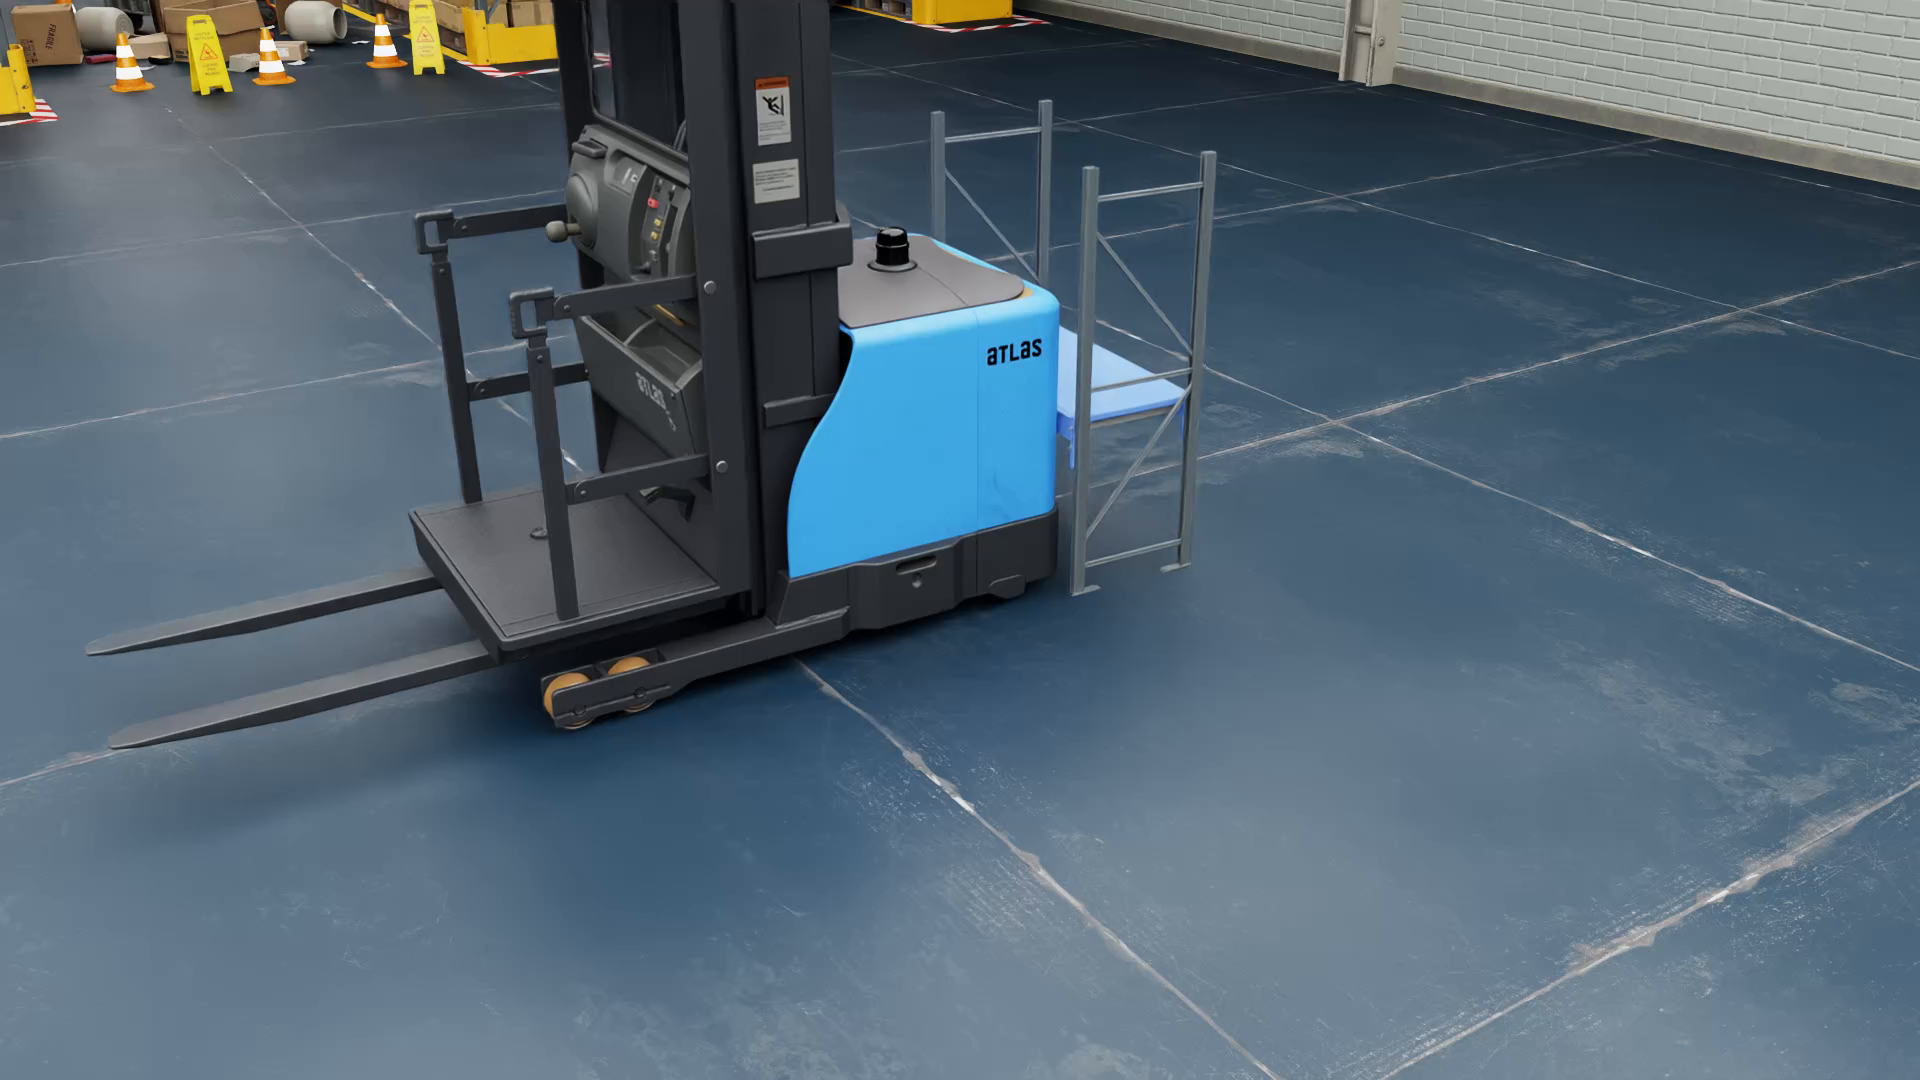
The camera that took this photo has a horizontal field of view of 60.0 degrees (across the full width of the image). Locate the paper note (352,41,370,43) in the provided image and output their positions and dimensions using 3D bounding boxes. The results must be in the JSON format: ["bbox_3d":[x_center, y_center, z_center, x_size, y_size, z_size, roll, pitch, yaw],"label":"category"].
[{"bbox_3d":[-6.132,-5.104,17.026,0.148,0.019,0.142,18,31,33],"label":"paper note"}]

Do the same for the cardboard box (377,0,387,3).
[{"bbox_3d":[-6.226,-6.131,18.453,0.500,0.250,0.500,-17,30,-32],"label":"cardboard box"}]

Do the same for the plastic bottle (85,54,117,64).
[{"bbox_3d":[-8.239,-4.628,15.981,0.133,0.061,0.283,18,31,33],"label":"plastic bottle"}]

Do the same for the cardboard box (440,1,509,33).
[{"bbox_3d":[-4.818,-5.209,16.500,0.500,0.250,0.500,-16,29,-30],"label":"cardboard box"}]

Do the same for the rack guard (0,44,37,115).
[{"bbox_3d":[-8.217,-3.699,13.500,1.175,0.500,0.348,-16,29,-30],"label":"rack guard"}]

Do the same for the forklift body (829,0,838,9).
[{"bbox_3d":[-2.545,-7.055,18.675,2.313,2.155,1.214,-16,29,-30],"label":"forklift body"}]

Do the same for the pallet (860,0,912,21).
[{"bbox_3d":[-0.434,-6.189,19.112,1.003,0.211,1.213,-16,29,-30],"label":"pallet"}]

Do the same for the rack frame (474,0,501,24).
[{"bbox_3d":[-4.138,-6.028,15.505,1.000,3.000,0.127,-16,29,-30],"label":"rack frame"}]

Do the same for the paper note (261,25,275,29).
[{"bbox_3d":[-7.462,-5.529,17.926,0.148,0.019,0.142,-16,29,-30],"label":"paper note"}]

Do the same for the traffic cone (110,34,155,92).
[{"bbox_3d":[-7.331,-4.212,14.630,0.336,0.463,0.334,-16,29,-30],"label":"traffic cone"}]

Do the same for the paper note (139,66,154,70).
[{"bbox_3d":[-7.641,-4.436,15.613,0.144,0.017,0.142,-6,26,-12],"label":"paper note"}]

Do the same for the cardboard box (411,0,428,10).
[{"bbox_3d":[-5.371,-5.574,17.272,0.500,0.250,0.500,-17,30,-31],"label":"cardboard box"}]

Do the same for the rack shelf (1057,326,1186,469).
[{"bbox_3d":[0.365,-0.564,6.109,0.538,0.185,1.000,-13,28,-26],"label":"rack shelf"}]

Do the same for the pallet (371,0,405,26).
[{"bbox_3d":[-5.926,-5.965,18.639,1.003,0.211,1.213,-16,29,-30],"label":"pallet"}]

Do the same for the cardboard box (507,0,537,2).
[{"bbox_3d":[-4.360,-5.675,16.608,0.500,0.500,0.500,-17,30,-31],"label":"cardboard box"}]

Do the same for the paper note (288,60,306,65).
[{"bbox_3d":[-6.322,-4.559,15.872,0.142,0.019,0.148,18,31,33],"label":"paper note"}]

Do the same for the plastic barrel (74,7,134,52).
[{"bbox_3d":[-8.509,-5.055,16.463,0.512,0.421,0.421,3,25,6],"label":"plastic barrel"}]

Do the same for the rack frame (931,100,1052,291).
[{"bbox_3d":[0.119,-0.917,6.435,0.500,1.500,0.032,-13,28,-26],"label":"rack frame"}]

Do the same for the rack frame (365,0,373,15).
[{"bbox_3d":[-6.322,-7.458,18.536,1.000,3.000,0.127,-16,29,-30],"label":"rack frame"}]

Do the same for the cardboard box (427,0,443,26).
[{"bbox_3d":[-5.081,-5.388,16.878,0.500,0.250,0.500,-15,29,-29],"label":"cardboard box"}]

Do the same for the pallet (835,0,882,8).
[{"bbox_3d":[-1.096,-6.625,20.035,1.003,0.211,1.213,-16,29,-30],"label":"pallet"}]

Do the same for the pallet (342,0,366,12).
[{"bbox_3d":[-6.748,-6.476,19.720,1.003,0.211,1.213,-16,29,-30],"label":"pallet"}]

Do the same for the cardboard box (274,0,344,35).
[{"bbox_3d":[-6.877,-5.629,17.585,0.500,0.500,0.500,3,25,6],"label":"cardboard box"}]

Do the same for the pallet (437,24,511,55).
[{"bbox_3d":[-4.594,-5.093,16.791,1.003,0.211,1.213,-16,29,-30],"label":"pallet"}]

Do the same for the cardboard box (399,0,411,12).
[{"bbox_3d":[-5.633,-5.754,17.653,0.500,0.250,0.500,-16,30,-30],"label":"cardboard box"}]

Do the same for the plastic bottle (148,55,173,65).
[{"bbox_3d":[-7.672,-4.599,15.921,0.283,0.061,0.133,18,31,33],"label":"plastic bottle"}]

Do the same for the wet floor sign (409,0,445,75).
[{"bbox_3d":[-4.931,-4.646,15.335,0.267,0.644,0.232,-6,26,-12],"label":"wet floor sign"}]

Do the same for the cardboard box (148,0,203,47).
[{"bbox_3d":[-7.736,-5.331,16.794,0.797,0.637,0.503,-16,29,-30],"label":"cardboard box"}]

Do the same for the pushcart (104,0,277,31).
[{"bbox_3d":[-8.205,-5.723,17.932,0.936,0.377,1.648,18,31,33],"label":"pushcart"}]

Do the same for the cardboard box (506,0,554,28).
[{"bbox_3d":[-4.347,-5.327,16.750,0.500,0.250,0.500,-16,30,-30],"label":"cardboard box"}]

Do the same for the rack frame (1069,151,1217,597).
[{"bbox_3d":[0.611,-0.537,5.630,0.500,1.500,0.032,-13,28,-26],"label":"rack frame"}]

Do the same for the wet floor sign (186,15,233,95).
[{"bbox_3d":[-6.556,-4.224,14.443,0.267,0.644,0.232,-22,33,-38],"label":"wet floor sign"}]

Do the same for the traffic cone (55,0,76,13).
[{"bbox_3d":[-9.881,-5.953,18.318,0.336,0.463,0.334,-16,29,-30],"label":"traffic cone"}]

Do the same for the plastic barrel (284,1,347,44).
[{"bbox_3d":[-6.534,-5.249,16.872,0.512,0.421,0.421,3,25,6],"label":"plastic barrel"}]

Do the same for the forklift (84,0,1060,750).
[{"bbox_3d":[-1.186,-1.010,4.956,3.031,2.935,1.130,-14,29,-28],"label":"forklift"}]

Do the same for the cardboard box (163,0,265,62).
[{"bbox_3d":[-7.218,-4.937,16.119,0.637,0.503,0.797,7,26,15],"label":"cardboard box"}]

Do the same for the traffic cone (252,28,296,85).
[{"bbox_3d":[-6.198,-4.353,14.930,0.336,0.463,0.334,-16,29,-30],"label":"traffic cone"}]

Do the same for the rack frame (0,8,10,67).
[{"bbox_3d":[-8.230,-4.838,12.985,1.000,3.000,0.127,-16,29,-30],"label":"rack frame"}]

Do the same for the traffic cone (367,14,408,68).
[{"bbox_3d":[-5.454,-4.734,15.735,0.336,0.463,0.334,-16,29,-30],"label":"traffic cone"}]

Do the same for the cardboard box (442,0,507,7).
[{"bbox_3d":[-4.794,-5.539,16.320,0.500,0.500,0.500,-15,29,-29],"label":"cardboard box"}]

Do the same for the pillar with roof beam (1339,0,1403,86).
[{"bbox_3d":[0.062,-7.208,10.979,9.100,9.000,0.400,-16,29,-30],"label":"pillar with roof beam"}]

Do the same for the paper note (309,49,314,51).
[{"bbox_3d":[-6.474,-4.892,16.602,0.032,0.001,0.123,-16,29,-30],"label":"paper note"}]

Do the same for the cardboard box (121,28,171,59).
[{"bbox_3d":[-7.933,-4.847,16.206,0.396,0.266,0.258,-10,27,-21],"label":"cardboard box"}]

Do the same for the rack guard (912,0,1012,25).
[{"bbox_3d":[0.032,-6.047,18.473,1.175,0.500,0.348,-16,29,-30],"label":"rack guard"}]

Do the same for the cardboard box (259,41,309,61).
[{"bbox_3d":[-6.546,-4.736,16.109,0.380,0.149,0.250,-1,25,-3],"label":"cardboard box"}]

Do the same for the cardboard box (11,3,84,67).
[{"bbox_3d":[-8.707,-4.823,15.879,0.500,0.500,0.500,-10,27,-21],"label":"cardboard box"}]

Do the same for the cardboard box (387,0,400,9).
[{"bbox_3d":[-5.925,-5.943,18.054,0.500,0.250,0.500,-14,29,-27],"label":"cardboard box"}]

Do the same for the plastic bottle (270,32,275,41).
[{"bbox_3d":[-7.189,-5.231,17.259,0.133,0.061,0.283,-10,27,-21],"label":"plastic bottle"}]

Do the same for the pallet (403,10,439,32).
[{"bbox_3d":[-5.255,-5.529,17.714,1.003,0.211,1.213,-16,29,-30],"label":"pallet"}]

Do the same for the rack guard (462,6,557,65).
[{"bbox_3d":[-4.180,-4.925,16.096,1.175,0.500,0.348,-16,29,-30],"label":"rack guard"}]

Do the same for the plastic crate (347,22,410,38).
[{"bbox_3d":[-6.152,-5.386,17.564,0.583,0.080,0.402,18,31,33],"label":"plastic crate"}]

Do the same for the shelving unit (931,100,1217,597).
[{"bbox_3d":[0.365,-0.727,6.032,0.538,1.500,1.048,-13,28,-26],"label":"shelving unit"}]

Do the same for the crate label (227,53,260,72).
[{"bbox_3d":[-6.679,-4.473,15.564,0.298,0.136,0.250,12,28,24],"label":"crate label"}]

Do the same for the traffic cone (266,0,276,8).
[{"bbox_3d":[-8.172,-6.429,19.325,0.336,0.463,0.334,-16,29,-30],"label":"traffic cone"}]
